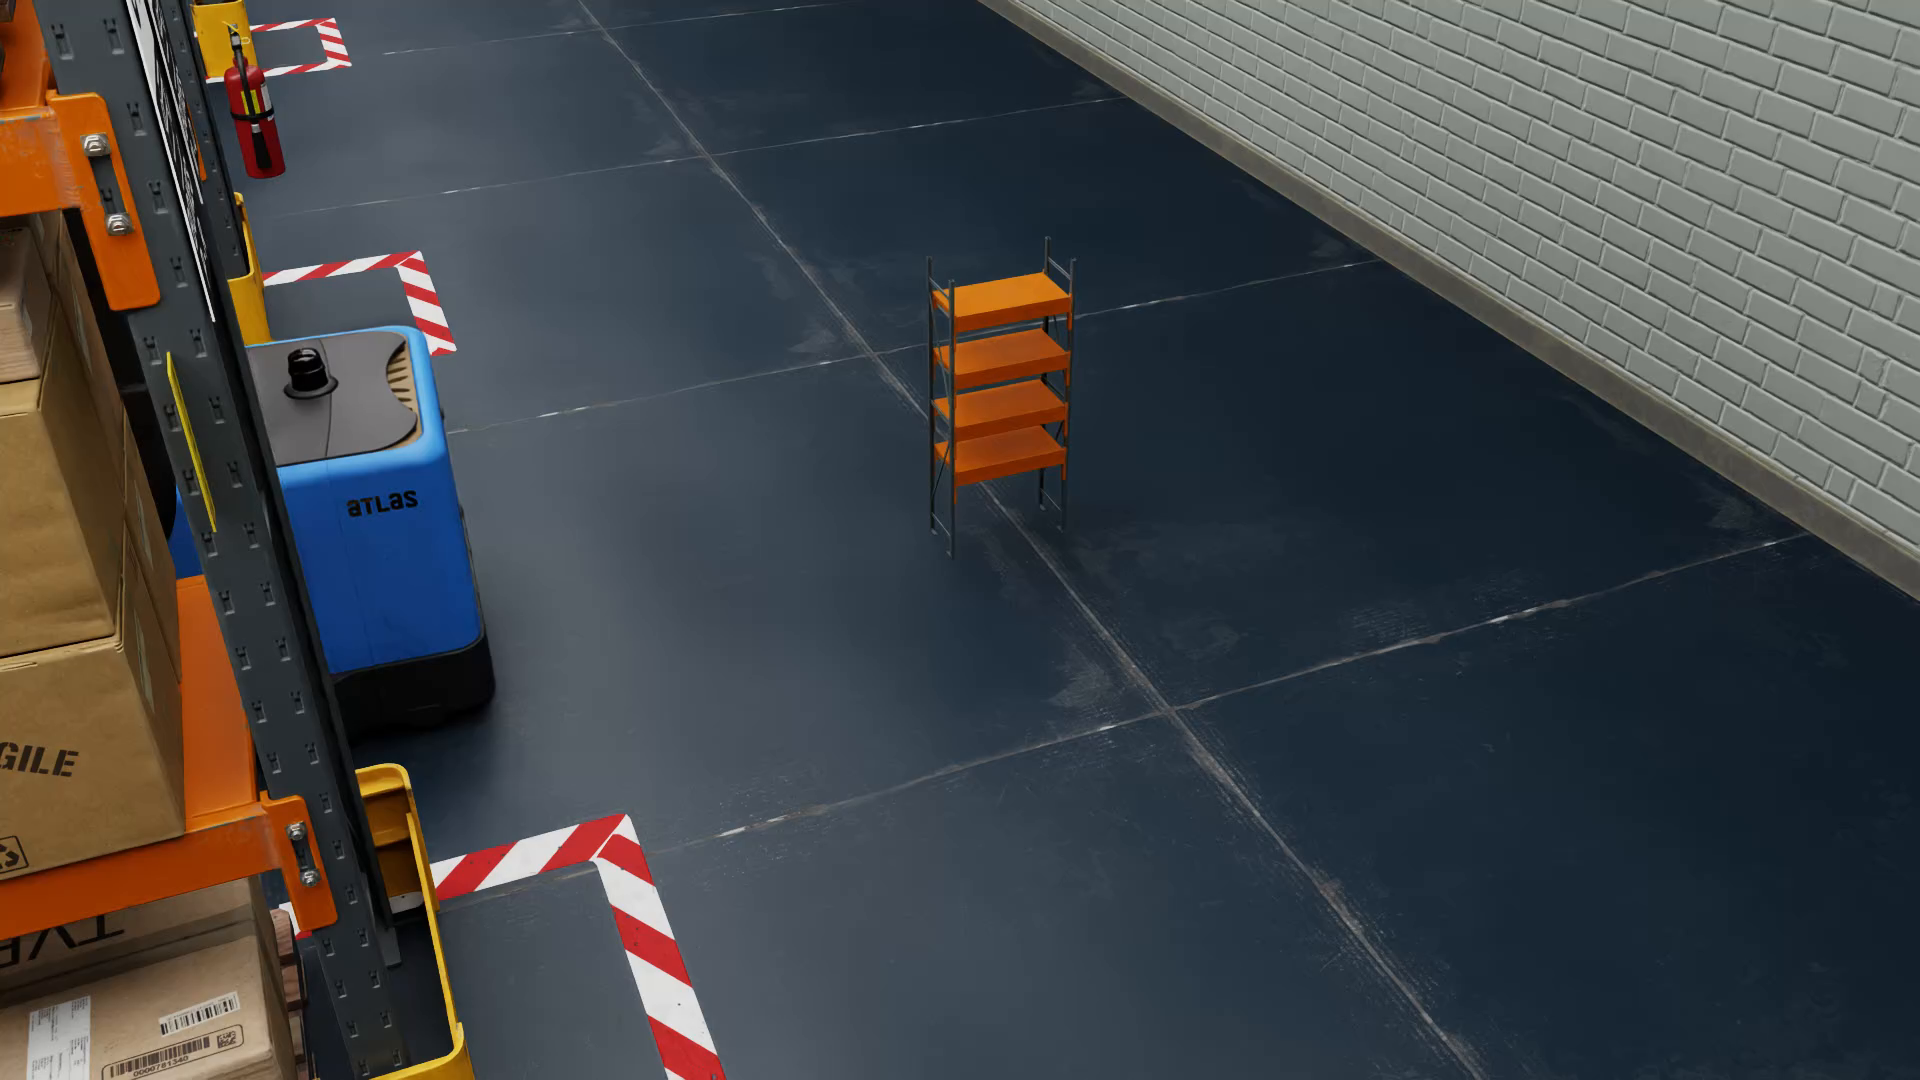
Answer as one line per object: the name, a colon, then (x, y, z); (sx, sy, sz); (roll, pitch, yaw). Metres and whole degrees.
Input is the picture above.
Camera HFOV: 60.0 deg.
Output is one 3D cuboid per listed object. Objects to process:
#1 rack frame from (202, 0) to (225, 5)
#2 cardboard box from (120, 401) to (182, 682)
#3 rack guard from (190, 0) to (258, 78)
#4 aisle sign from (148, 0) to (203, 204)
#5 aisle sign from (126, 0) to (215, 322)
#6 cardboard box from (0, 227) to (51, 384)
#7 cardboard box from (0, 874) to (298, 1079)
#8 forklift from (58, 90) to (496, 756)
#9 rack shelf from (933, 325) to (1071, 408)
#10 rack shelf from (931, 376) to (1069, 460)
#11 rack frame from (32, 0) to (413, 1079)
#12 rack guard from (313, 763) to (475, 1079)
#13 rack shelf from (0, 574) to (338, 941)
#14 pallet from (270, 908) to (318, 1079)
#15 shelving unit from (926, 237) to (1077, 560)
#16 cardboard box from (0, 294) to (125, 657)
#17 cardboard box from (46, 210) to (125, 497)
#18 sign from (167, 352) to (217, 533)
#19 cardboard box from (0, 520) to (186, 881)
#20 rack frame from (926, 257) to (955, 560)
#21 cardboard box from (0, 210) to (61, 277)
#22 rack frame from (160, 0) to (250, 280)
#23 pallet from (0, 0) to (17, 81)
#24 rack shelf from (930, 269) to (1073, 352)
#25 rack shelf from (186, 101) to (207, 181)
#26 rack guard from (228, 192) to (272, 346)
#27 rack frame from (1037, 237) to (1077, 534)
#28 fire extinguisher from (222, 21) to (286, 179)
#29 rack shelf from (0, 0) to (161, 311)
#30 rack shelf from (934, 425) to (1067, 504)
rack frame: (-5.413, -4.848, 11.450); (0.127, 3.000, 1.000); (-13, 35, -19)
cardboard box: (-2.130, 0.050, 3.831); (0.500, 0.500, 0.500); (-13, 35, -19)
rack guard: (-5.391, -3.805, 12.140); (0.348, 0.500, 1.175); (-13, 35, -19)
aisle sign: (-1.623, -1.115, 3.330); (0.004, 0.787, 0.394); (-13, 35, -19)
aisle sign: (-1.390, -0.814, 2.866); (0.004, 0.787, 0.394); (-13, 35, -19)
cardboard box: (-1.830, -0.421, 3.044); (0.250, 0.149, 0.380); (-12, 35, -18)
cardboard box: (-2.146, 1.223, 4.084); (0.875, 0.438, 0.875); (-14, 36, -21)
forklift: (-3.200, -0.606, 4.994); (3.031, 2.935, 1.130); (-11, 35, -16)
rack shelf: (0.153, -0.669, 6.391); (0.480, 0.148, 0.258); (-13, 35, -19)
rack shelf: (0.153, -0.481, 6.513); (0.480, 0.148, 0.258); (-13, 35, -19)
rack frame: (-1.577, 0.135, 3.792); (0.127, 3.000, 1.000); (-13, 35, -19)
rack guard: (-1.554, 1.178, 4.481); (0.348, 0.500, 1.175); (-13, 35, -19)
rack shelf: (-3.421, 0.859, 3.339); (4.000, 0.370, 1.077); (-13, 35, -19)
pallet: (-2.284, 1.512, 4.232); (1.213, 0.211, 1.003); (-13, 35, -19)
shelving unit: (0.153, -0.538, 6.476); (0.503, 1.200, 0.258); (-13, 35, -19)
cardboard box: (-1.929, -0.104, 3.151); (0.500, 0.500, 0.500); (-12, 35, -17)
cardboard box: (-2.129, -0.368, 3.556); (0.500, 0.500, 0.500); (-14, 35, -20)
sign: (-1.379, -0.173, 2.987); (0.005, 0.325, 0.100); (-13, 35, -19)
cardboard box: (-1.919, 0.328, 3.403); (0.500, 0.500, 0.500); (-13, 35, -19)
rack frame: (-0.072, -0.486, 6.397); (0.015, 1.200, 0.240); (-13, 35, -19)
cardboard box: (-2.011, -0.662, 3.414); (0.250, 0.149, 0.380); (-12, 35, -18)
rack frame: (-3.586, -2.333, 7.584); (0.127, 3.000, 1.000); (-13, 35, -19)
pallet: (-2.257, -0.923, 2.749); (1.213, 0.211, 1.003); (-13, 35, -19)
rack shelf: (0.153, -0.867, 6.262); (0.480, 0.148, 0.258); (-13, 35, -19)
rack shelf: (-5.430, -1.609, 7.132); (4.000, 0.370, 1.077); (-13, 35, -19)
rack guard: (-3.656, -1.269, 8.241); (0.348, 0.500, 1.175); (-13, 35, -19)
rack frame: (0.378, -0.589, 6.556); (0.015, 1.200, 0.240); (-13, 35, -19)
fire extinguisher: (-3.175, -1.965, 7.432); (0.183, 0.674, 0.296); (-13, 35, -19)
rack shelf: (-3.421, -0.398, 2.521); (4.000, 0.370, 1.077); (-13, 35, -19)
rack shelf: (0.153, -0.315, 6.621); (0.480, 0.148, 0.258); (-13, 35, -19)
